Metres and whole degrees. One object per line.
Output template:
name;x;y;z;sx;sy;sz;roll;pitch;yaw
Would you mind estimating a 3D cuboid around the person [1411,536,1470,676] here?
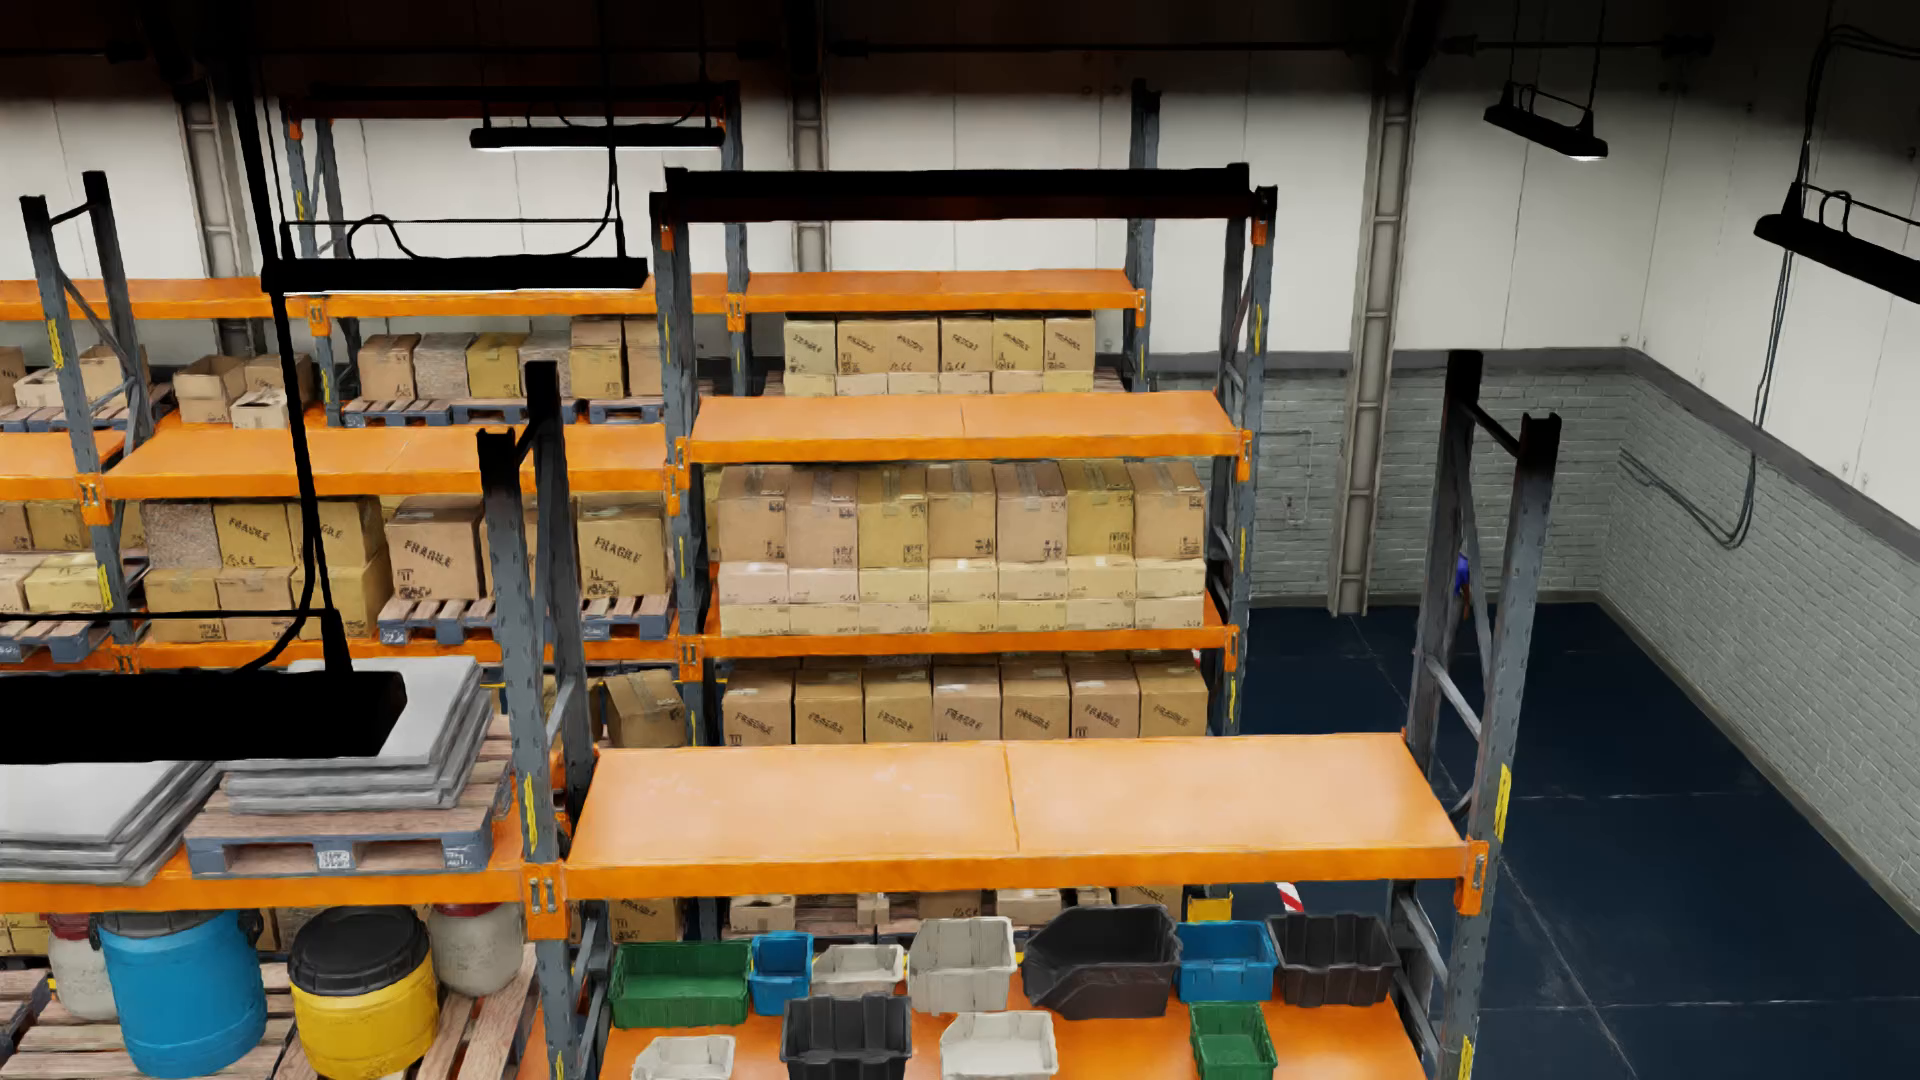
person;5.036;0.620;17.434;0.491;1.652;0.653;-20;30;-41
